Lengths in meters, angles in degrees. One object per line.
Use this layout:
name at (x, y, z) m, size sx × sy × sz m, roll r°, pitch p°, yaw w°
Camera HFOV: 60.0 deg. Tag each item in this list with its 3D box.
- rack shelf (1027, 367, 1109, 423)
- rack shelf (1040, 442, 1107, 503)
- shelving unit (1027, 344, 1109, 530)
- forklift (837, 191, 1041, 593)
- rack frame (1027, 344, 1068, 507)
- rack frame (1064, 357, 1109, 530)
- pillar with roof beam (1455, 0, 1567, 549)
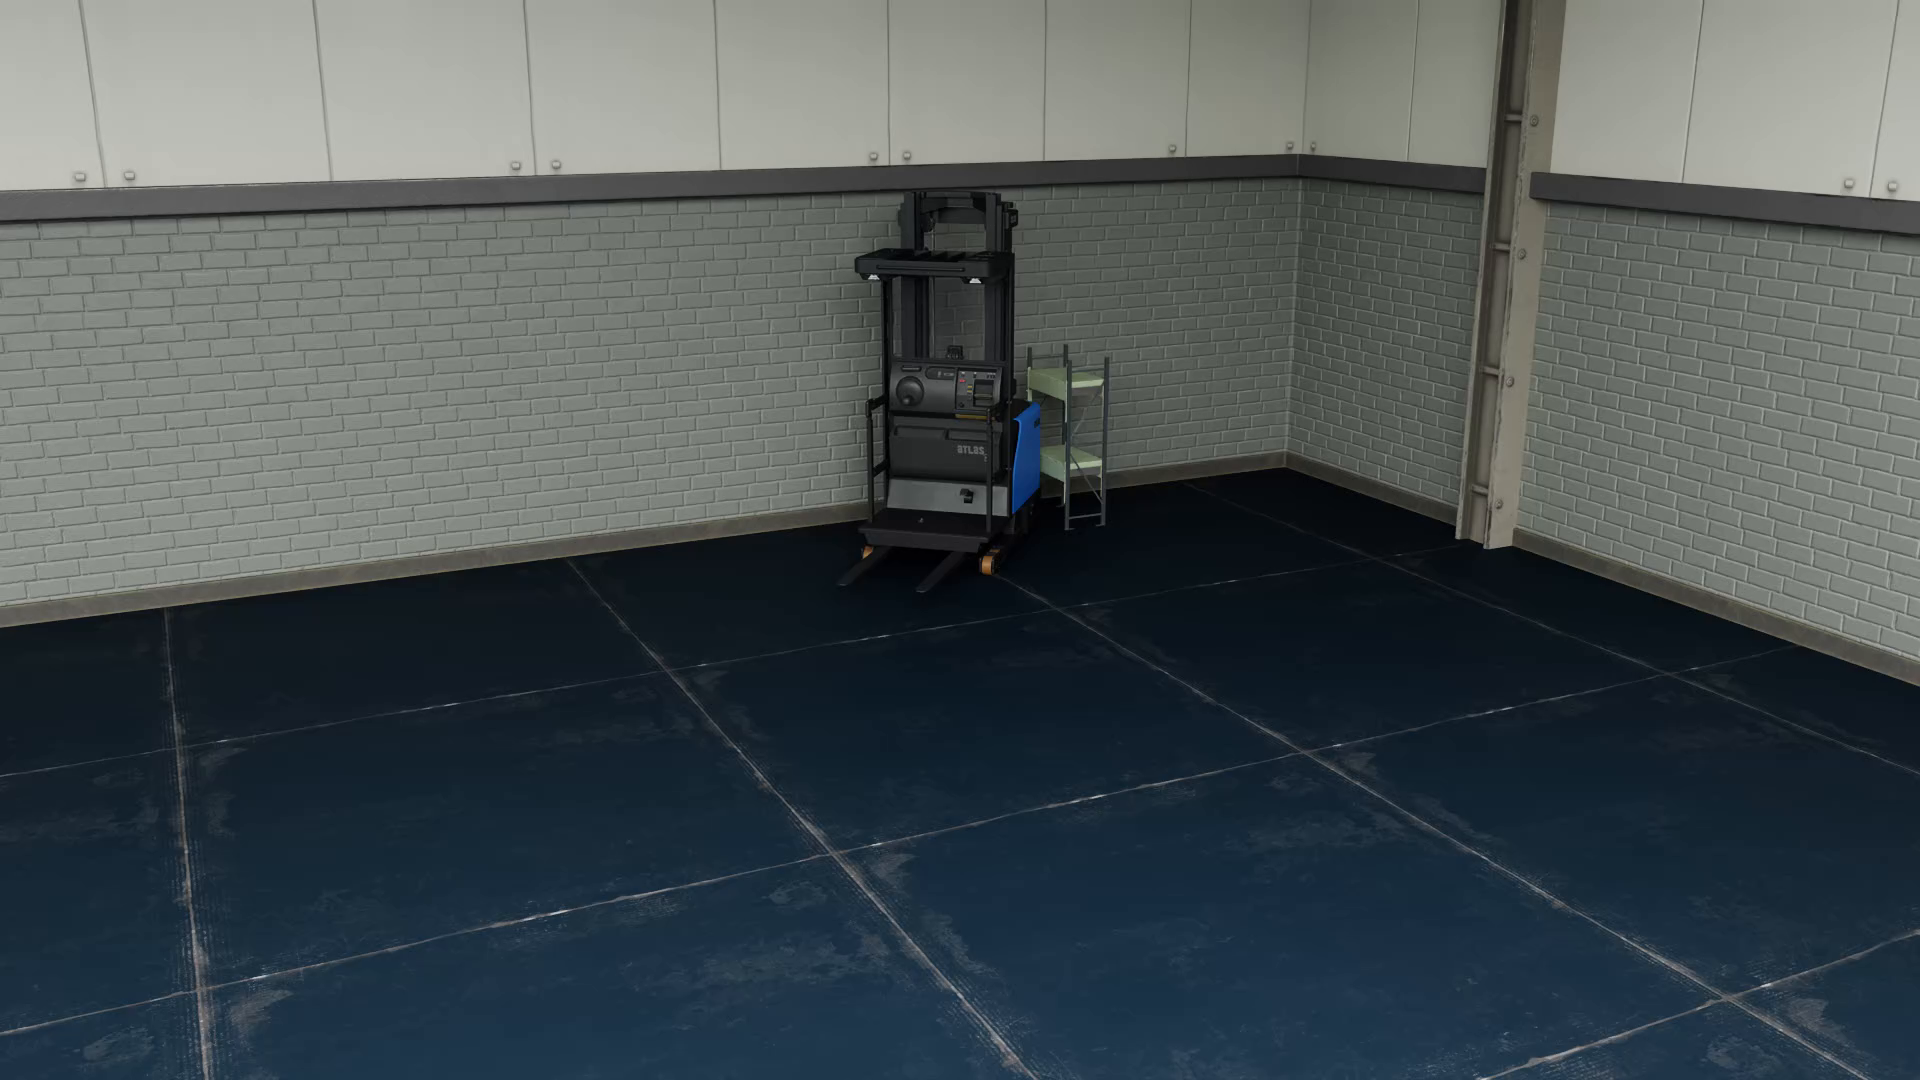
rack shelf at (0.942, -1.298, 14.640) m, size 0.431 × 0.370 × 0.720 m, roll -7°, pitch 18°, yaw -24°
rack shelf at (0.942, -0.610, 14.838) m, size 0.431 × 0.370 × 0.720 m, roll -7°, pitch 18°, yaw -24°
shelving unit at (0.942, -0.923, 14.748) m, size 0.431 × 1.500 × 0.755 m, roll -7°, pitch 18°, yaw -24°
forklift at (-0.171, -1.242, 13.267) m, size 1.130 × 2.935 × 3.031 m, roll 4°, pitch 17°, yaw 15°
rack frame at (0.786, -1.014, 15.066) m, size 0.400 × 1.500 × 0.023 m, roll -7°, pitch 18°, yaw -24°
rack frame at (1.099, -0.832, 14.430) m, size 0.400 × 1.500 × 0.023 m, roll -7°, pitch 18°, yaw -24°
pillar with roof beam at (0.613, -3.794, 11.158) m, size 9.100 × 9.000 × 0.400 m, roll -8°, pitch 18°, yaw -25°
